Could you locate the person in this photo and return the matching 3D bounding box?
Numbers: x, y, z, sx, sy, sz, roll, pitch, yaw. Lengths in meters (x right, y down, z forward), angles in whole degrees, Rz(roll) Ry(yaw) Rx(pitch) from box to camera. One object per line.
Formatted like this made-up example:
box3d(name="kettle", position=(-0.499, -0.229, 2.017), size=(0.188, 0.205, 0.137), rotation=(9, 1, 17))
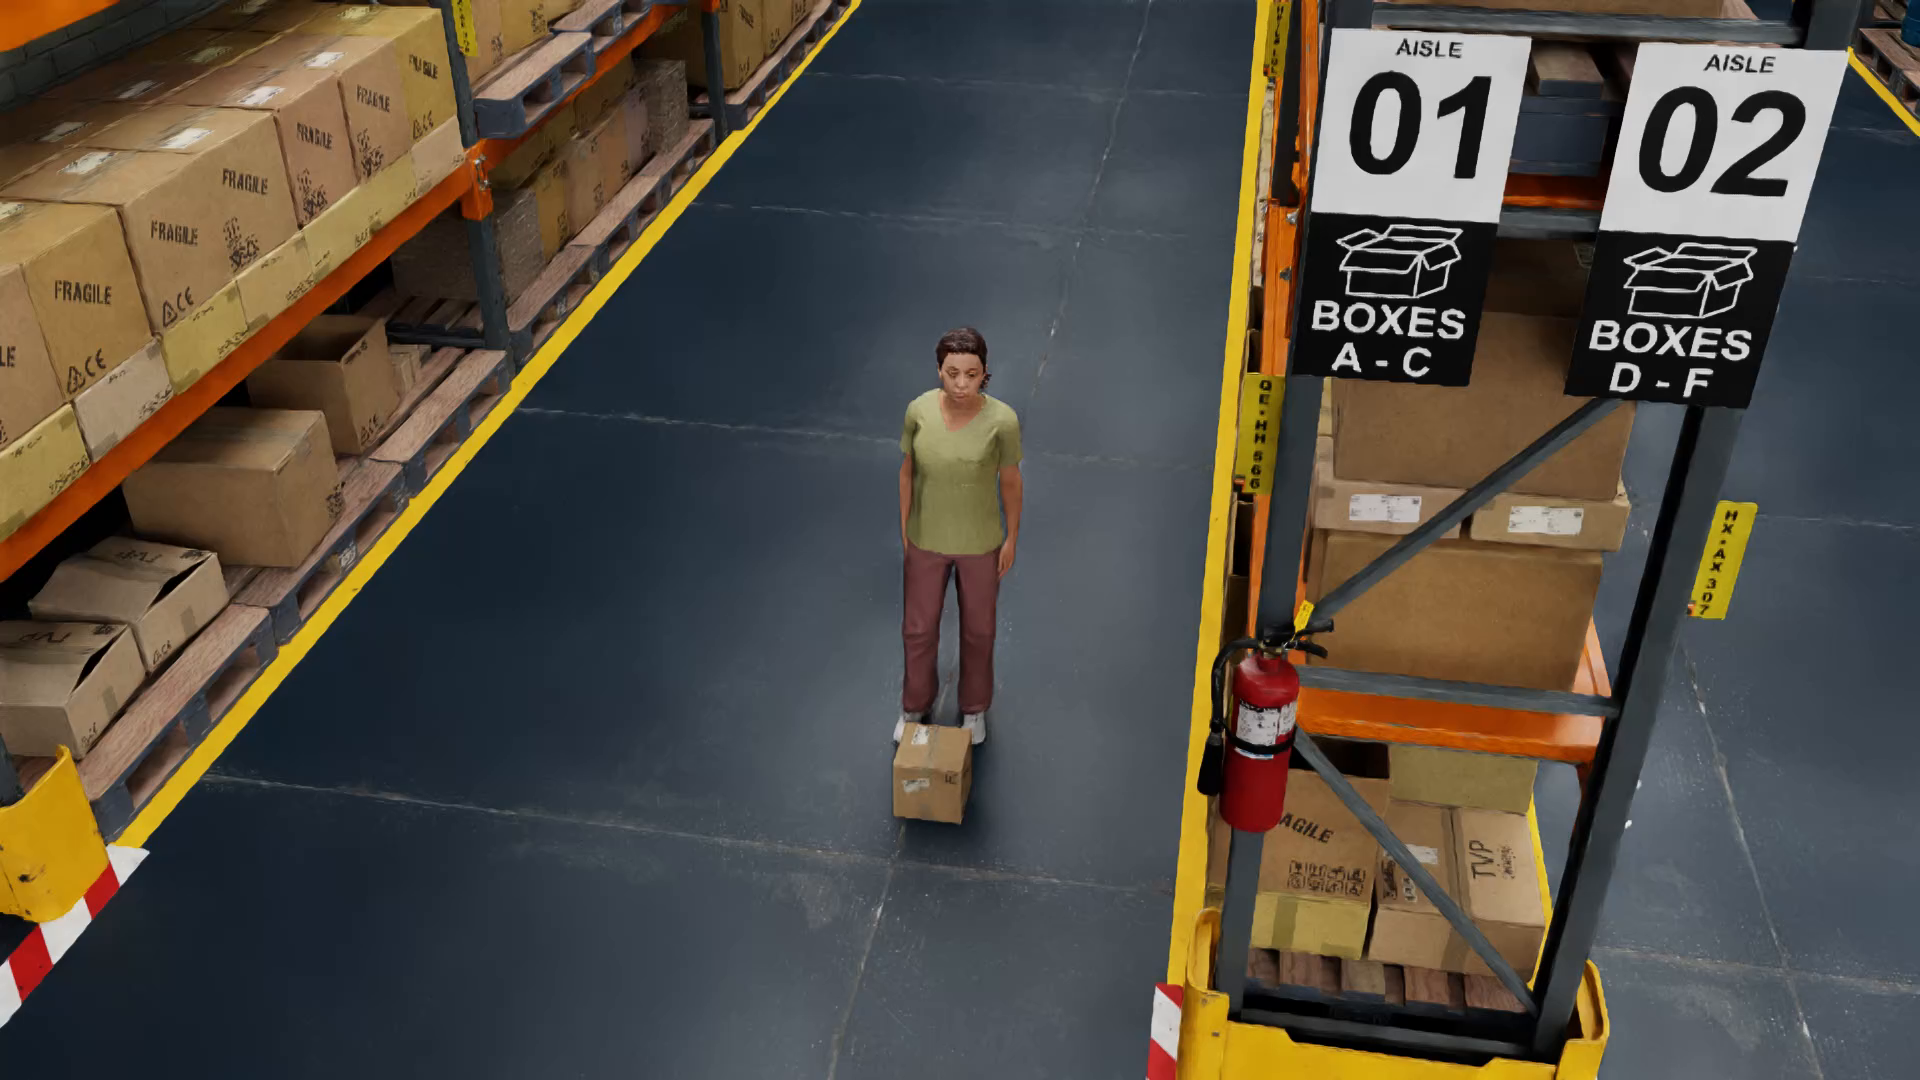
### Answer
box3d(name="person", position=(-0.008, 0.009, 6.127), size=(0.462, 1.674, 0.418), rotation=(6, 33, 9))
